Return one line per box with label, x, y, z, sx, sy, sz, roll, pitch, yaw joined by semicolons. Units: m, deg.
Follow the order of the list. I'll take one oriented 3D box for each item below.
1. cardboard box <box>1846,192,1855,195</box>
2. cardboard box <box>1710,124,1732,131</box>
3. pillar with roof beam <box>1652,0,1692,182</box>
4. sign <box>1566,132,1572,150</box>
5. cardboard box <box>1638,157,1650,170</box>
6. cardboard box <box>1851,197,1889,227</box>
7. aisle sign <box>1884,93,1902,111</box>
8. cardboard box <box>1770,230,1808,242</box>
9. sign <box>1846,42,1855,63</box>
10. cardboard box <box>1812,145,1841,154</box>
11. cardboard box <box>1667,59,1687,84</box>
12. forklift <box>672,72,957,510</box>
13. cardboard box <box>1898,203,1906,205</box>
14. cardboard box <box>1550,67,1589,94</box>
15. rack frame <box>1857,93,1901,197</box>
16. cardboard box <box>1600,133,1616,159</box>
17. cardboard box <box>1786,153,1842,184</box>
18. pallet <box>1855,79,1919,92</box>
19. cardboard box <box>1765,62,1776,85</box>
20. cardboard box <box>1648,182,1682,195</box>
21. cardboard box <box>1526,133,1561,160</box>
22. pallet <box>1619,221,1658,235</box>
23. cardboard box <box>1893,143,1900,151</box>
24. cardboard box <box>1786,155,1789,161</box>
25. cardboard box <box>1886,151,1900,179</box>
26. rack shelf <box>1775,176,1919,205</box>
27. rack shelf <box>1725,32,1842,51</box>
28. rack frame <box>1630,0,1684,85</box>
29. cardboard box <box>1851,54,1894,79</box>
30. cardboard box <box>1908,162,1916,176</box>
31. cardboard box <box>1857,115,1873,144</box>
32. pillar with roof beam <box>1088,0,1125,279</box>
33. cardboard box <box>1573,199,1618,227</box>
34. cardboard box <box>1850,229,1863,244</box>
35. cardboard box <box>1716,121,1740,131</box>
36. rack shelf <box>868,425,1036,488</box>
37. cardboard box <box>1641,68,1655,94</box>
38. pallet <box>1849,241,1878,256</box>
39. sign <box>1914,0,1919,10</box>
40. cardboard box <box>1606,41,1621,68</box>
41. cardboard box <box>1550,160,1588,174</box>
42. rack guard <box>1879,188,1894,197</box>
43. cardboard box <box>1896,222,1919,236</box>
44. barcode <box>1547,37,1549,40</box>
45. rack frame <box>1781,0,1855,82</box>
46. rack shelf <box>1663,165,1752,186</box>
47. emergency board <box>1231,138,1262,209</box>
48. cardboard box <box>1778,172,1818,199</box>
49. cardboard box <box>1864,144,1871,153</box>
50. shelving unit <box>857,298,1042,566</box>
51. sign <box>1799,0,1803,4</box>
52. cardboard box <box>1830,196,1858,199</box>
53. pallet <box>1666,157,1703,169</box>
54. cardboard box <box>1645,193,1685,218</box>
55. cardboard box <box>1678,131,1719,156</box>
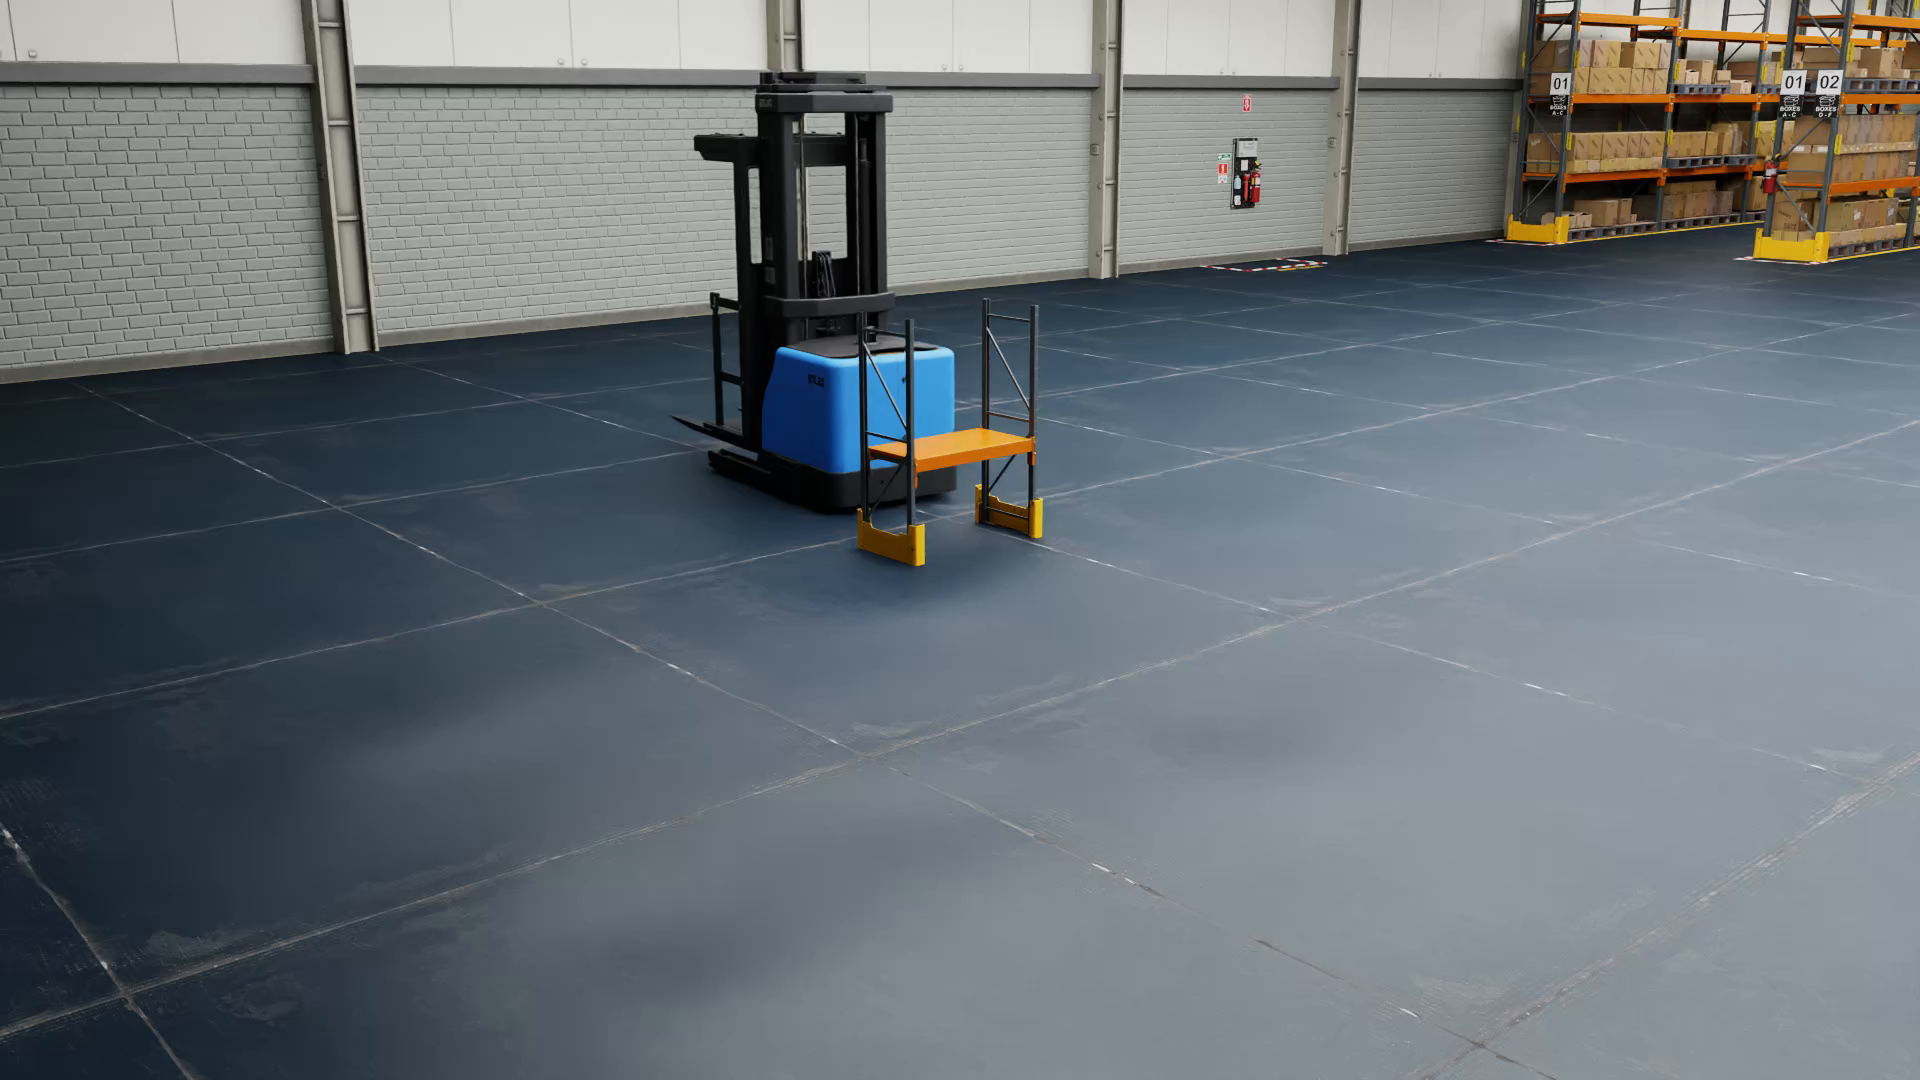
cardboard box;21.809;-8.664;41.405;0.500;0.500;0.700;-12;19;-38
cardboard box;16.917;-9.166;36.951;0.380;0.149;0.250;12;19;38
pillar with roof beam;18.668;-10.722;33.454;0.400;9.000;9.100;-13;19;-39
sign;11.712;-7.671;31.979;0.005;0.325;0.100;-13;19;-39
cardboard box;13.833;-7.751;34.209;0.500;0.250;0.500;-13;19;-39
cardboard box;16.661;-6.020;30.537;0.500;0.500;0.500;-13;19;-39
aisle sign;23.677;-11.279;42.125;0.004;0.787;0.394;-13;19;-39
cardboard box;14.820;-5.418;29.735;0.500;0.250;0.500;-13;19;-39
sign;14.970;-8.196;27.960;0.005;0.325;0.100;-13;19;-39
cardboard box;15.047;-6.781;28.874;0.250;0.149;0.380;-13;20;-40
cardboard box;14.838;-9.814;34.857;0.500;0.500;0.500;-9;18;-32
forklift;-1.262;-1.952;12.379;1.130;2.935;3.031;-10;18;-33
cardboard box;18.133;-6.432;32.444;0.500;0.311;0.500;-12;19;-38
cardboard box;11.772;-8.874;32.114;0.500;0.500;0.500;-12;19;-38
rack frame;23.425;-10.069;42.634;0.127;3.000;1.000;-13;19;-39
cardboard box;12.686;-7.849;33.119;0.500;0.500;0.500;-13;20;-41
cardboard box;14.970;-6.520;29.152;0.500;0.500;0.700;-13;19;-39
pallet;17.001;-8.329;30.480;1.213;0.211;1.003;-13;19;-39
cardboard box;18.084;-10.617;37.827;0.500;0.500;0.700;-14;20;-42
cardboard box;15.247;-7.607;35.953;0.500;0.250;0.500;-13;20;-41
cardboard box;11.571;-7.779;32.860;0.500;0.500;0.500;-13;20;-40
pallet;13.889;-6.568;34.931;1.213;0.211;1.003;-13;19;-39
cardboard box;16.982;-7.215;30.499;0.250;0.149;0.380;-13;20;-39
cardboard box;19.144;-8.918;38.772;0.250;0.149;0.380;-12;19;-38
cardboard box;16.903;-6.954;30.777;0.500;0.500;0.700;-13;20;-40
rack shelf;16.119;-6.386;30.240;4.000;0.370;1.077;-13;19;-39
rack shelf;18.899;-11.410;38.199;4.000;0.370;1.077;-13;19;-39
rack frame;14.373;-10.935;34.249;0.127;3.000;1.000;-13;19;-39
cardboard box;16.302;-8.588;29.990;0.637;0.503;0.797;-10;18;-33
cardboard box;17.970;-7.092;31.779;0.500;0.250;0.500;-11;19;-36
cardboard box;15.783;-7.331;29.676;0.500;0.500;0.700;-13;19;-39
pillar with roof beam;5.089;-7.673;22.039;0.400;9.000;9.100;-13;19;-39
cardboard box;12.953;-6.674;33.916;0.500;0.500;0.700;-14;21;-43
cardboard box;15.913;-5.487;29.994;0.500;0.250;0.500;-13;19;-39
cardboard box;17.562;-9.405;37.886;0.500;0.250;0.500;-12;19;-38
rack shelf;-0.064;-0.536;10.549;1.000;0.185;0.538;-13;19;-39
cardboard box;13.764;-9.327;33.809;0.500;0.500;0.500;14;20;42
pallet;16.079;-5.391;30.523;1.213;0.211;1.003;-13;19;-39
sign;23.771;-13.349;41.324;0.005;0.325;0.100;-13;19;-39
cardboard box;12.596;-9.531;32.637;0.500;0.500;0.500;-12;19;-38
cardboard box;11.932;-7.317;32.581;0.500;0.250;0.500;-13;20;-41
rack guard;23.443;-8.866;42.971;0.348;0.500;1.175;-13;19;-39
cardboard box;18.094;-5.967;31.791;0.500;0.250;0.500;-13;20;-41
barcode;11.563;-9.847;32.695;0.075;0.075;0.001;-13;19;-39
rack frame;14.610;-9.293;28.104;0.127;3.000;1.000;-13;19;-39
rack shelf;15.882;-8.028;36.384;4.000;0.370;1.077;-13;19;-39
emergency board;4.900;-6.218;28.216;0.643;1.169;0.194;-13;19;-39
cardboard box;20.003;-8.420;39.813;0.750;0.750;0.750;-12;19;-39
cardboard box;16.017;-7.000;29.692;0.250;0.149;0.380;-13;20;-40
shelving unit;-0.058;-0.712;10.508;1.083;1.500;0.587;-13;19;-39
sign;20.062;-12.930;39.602;0.005;0.325;0.100;-13;19;-39
cardboard box;16.318;-6.122;30.919;0.500;0.500;0.500;-13;19;-39
pallet;15.045;-8.045;35.427;1.213;0.211;1.003;-13;19;-39
cardboard box;15.274;-7.266;36.132;0.500;0.500;0.700;-13;20;-40
cardboard box;16.117;-8.678;36.379;0.500;0.500;0.700;-13;19;-39
